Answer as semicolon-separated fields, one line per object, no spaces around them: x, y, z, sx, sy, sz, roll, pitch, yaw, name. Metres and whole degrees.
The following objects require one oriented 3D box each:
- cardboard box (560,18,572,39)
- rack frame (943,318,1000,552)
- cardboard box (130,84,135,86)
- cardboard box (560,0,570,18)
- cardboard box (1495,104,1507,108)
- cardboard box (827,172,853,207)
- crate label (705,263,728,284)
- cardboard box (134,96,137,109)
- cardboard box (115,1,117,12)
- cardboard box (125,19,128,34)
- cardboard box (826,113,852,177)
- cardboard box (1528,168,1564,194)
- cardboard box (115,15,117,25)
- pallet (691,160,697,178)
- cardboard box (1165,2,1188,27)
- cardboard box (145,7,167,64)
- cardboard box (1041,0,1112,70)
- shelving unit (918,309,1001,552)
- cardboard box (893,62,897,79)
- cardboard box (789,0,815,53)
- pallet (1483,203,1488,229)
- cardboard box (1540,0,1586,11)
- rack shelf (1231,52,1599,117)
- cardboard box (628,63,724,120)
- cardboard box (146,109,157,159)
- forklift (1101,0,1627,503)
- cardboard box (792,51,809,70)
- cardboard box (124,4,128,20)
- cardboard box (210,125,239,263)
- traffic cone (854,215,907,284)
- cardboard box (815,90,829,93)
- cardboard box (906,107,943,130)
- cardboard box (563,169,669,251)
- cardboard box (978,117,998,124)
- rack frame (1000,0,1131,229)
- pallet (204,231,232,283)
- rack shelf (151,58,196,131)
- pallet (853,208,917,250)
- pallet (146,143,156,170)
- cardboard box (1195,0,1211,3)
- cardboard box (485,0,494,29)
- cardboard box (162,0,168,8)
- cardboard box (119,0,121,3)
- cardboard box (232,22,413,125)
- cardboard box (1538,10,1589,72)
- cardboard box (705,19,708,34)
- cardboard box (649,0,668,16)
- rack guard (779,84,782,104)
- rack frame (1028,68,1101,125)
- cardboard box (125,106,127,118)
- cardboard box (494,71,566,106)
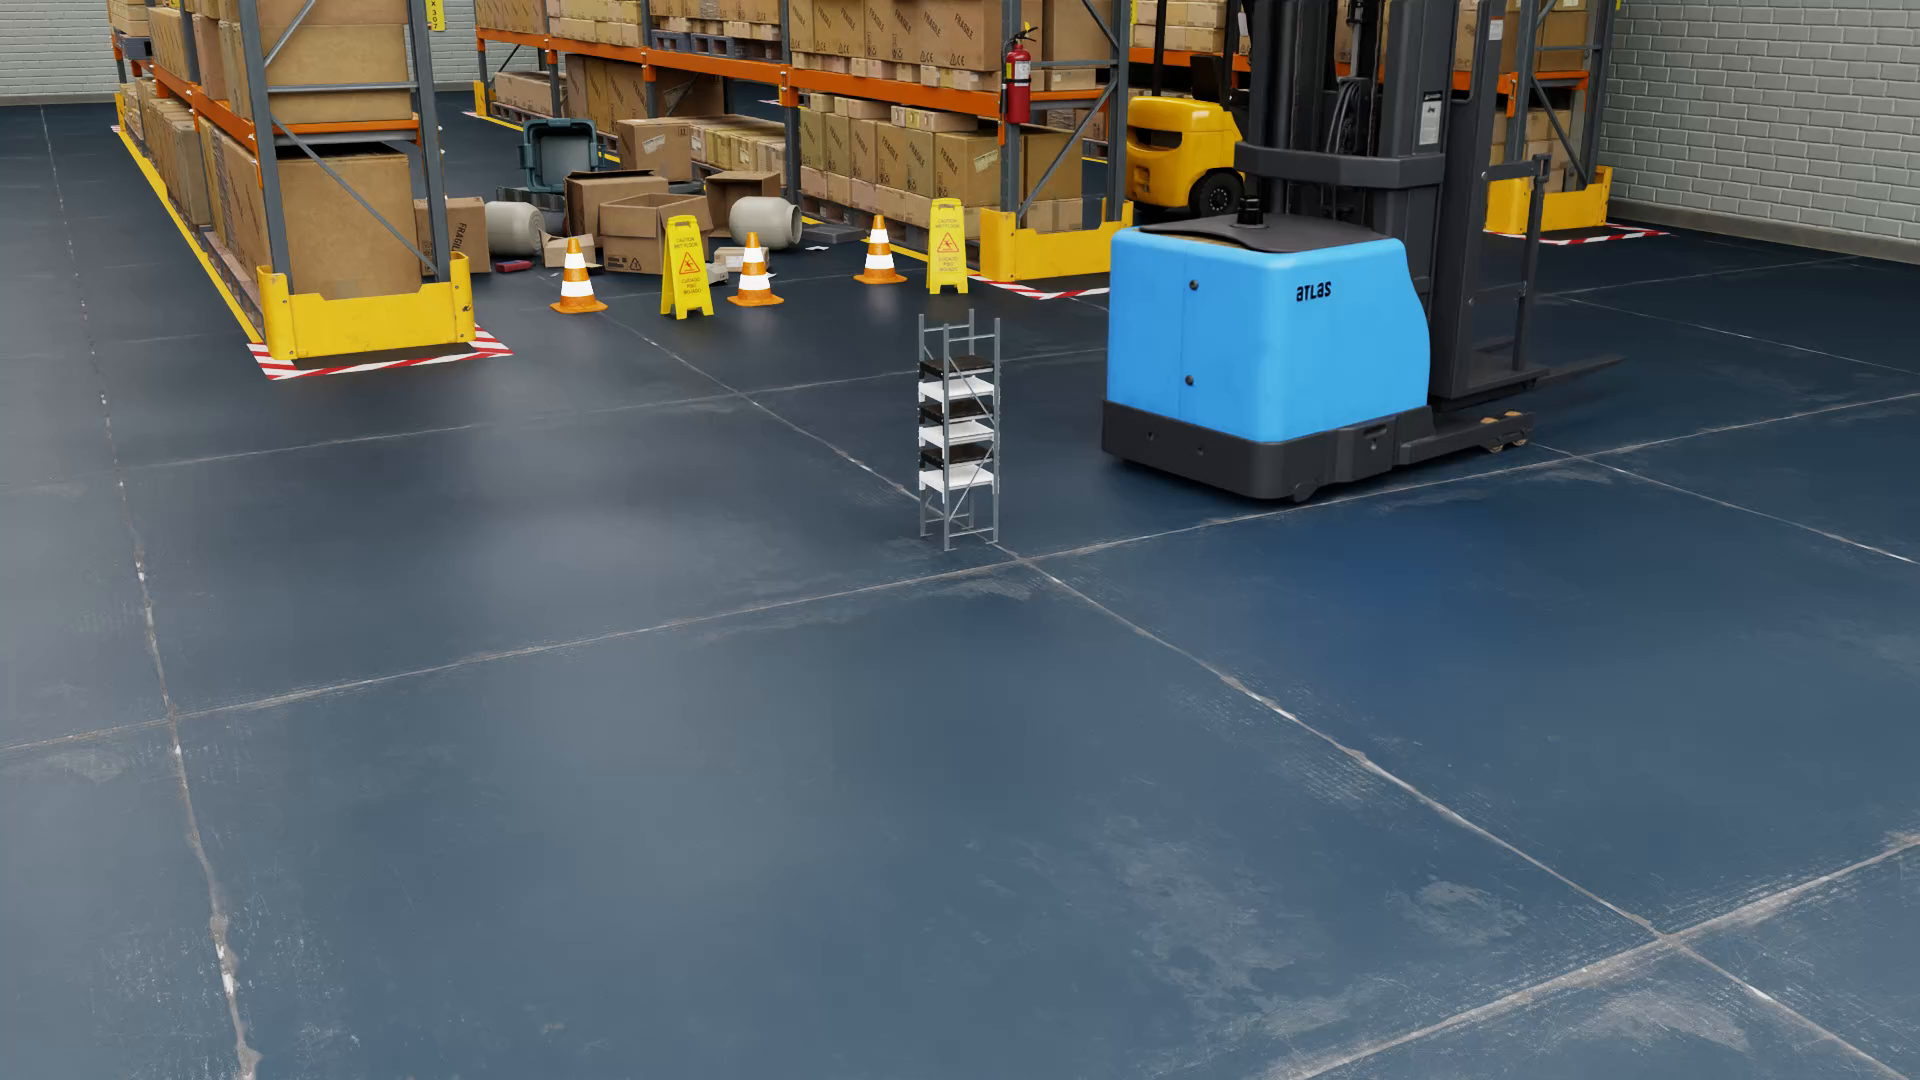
-4.717;-6.455;20.971;0.500;0.250;0.500;-11;22;-28;cardboard box
0.044;-0.399;6.407;0.240;0.900;0.006;-10;21;-27;rack frame
-10.962;-6.063;22.418;0.380;0.149;0.250;-10;21;-26;cardboard box
-4.708;-6.692;20.890;0.500;0.250;0.500;-10;21;-26;cardboard box
4.822;-3.848;15.224;0.500;0.250;0.500;-10;21;-27;cardboard box
-0.836;-3.081;14.534;0.500;0.250;0.500;-9;21;-24;cardboard box
-1.825;-1.914;11.968;0.298;0.136;0.250;11;22;30;crate label
-9.928;-5.377;20.432;0.380;0.149;0.250;-10;22;-27;cardboard box
-8.965;-5.782;18.075;0.380;0.149;0.250;-9;21;-24;cardboard box
-8.227;-5.193;16.824;0.380;0.149;0.250;-10;21;-26;cardboard box
-0.835;-3.435;14.411;0.500;0.500;0.500;-9;21;-24;cardboard box
5.063;-3.237;14.985;0.500;0.250;0.500;-10;21;-26;cardboard box
-9.096;-5.718;18.346;0.380;0.149;0.250;-10;21;-26;cardboard box
-2.671;-4.151;18.337;1.003;0.211;1.213;-10;21;-27;pallet
2.516;-5.728;18.098;0.500;0.250;0.500;-11;22;-28;cardboard box
-7.374;-4.774;15.716;0.500;0.500;0.500;-10;21;-26;cardboard box
0.777;-3.764;12.331;0.500;0.500;0.500;-10;22;-27;cardboard box
-0.004;-0.428;6.491;0.258;0.900;0.210;-10;21;-27;shelving unit
-0.317;-3.794;13.414;0.380;0.149;0.250;-10;21;-27;cardboard box
-1.178;-4.564;14.649;0.500;0.500;0.500;-10;21;-27;cardboard box
4.724;-3.062;15.181;1.003;0.211;1.213;-10;21;-27;pallet
5.191;-4.658;14.385;0.380;0.149;0.250;-11;22;-28;cardboard box
4.175;-4.401;15.890;1.077;0.370;4.000;-10;21;-27;rack shelf
-3.296;-5.099;19.423;0.875;0.875;0.875;-10;22;-27;cardboard box
-8.401;-4.362;17.862;0.500;0.500;0.500;-11;22;-29;cardboard box
2.115;-1.914;7.685;3.031;2.935;1.130;-15;24;-36;forklift
-1.275;-4.286;14.840;0.380;0.149;0.250;-10;21;-27;cardboard box
-8.113;-5.266;16.579;0.380;0.149;0.250;-9;21;-25;cardboard box
-4.782;-2.494;11.874;0.875;0.875;0.875;-10;21;-26;cardboard box
-0.582;-2.121;12.070;0.336;0.463;0.334;-10;21;-27;traffic cone
-1.895;-7.335;26.479;0.700;0.500;0.500;-9;21;-24;cardboard box
-0.202;-3.314;13.064;0.380;0.149;0.250;-10;21;-26;cardboard box
-2.756;-2.660;13.361;0.797;0.637;0.503;-10;21;-27;cardboard box
0.123;-3.226;13.804;0.500;0.500;0.500;-10;21;-26;cardboard box
0.758;-3.397;11.877;1.000;3.000;0.127;-10;21;-27;rack frame
-5.158;-2.201;12.686;1.003;0.211;1.213;-10;21;-27;pallet
-6.400;-3.984;14.680;1.077;0.370;4.000;-10;21;-27;rack shelf
-0.208;-2.689;14.101;1.003;0.211;1.213;-10;21;-27;pallet
-8.878;-4.505;19.362;1.003;0.211;1.213;-10;21;-27;pallet
2.729;-5.804;17.705;0.380;0.149;0.250;-10;22;-27;cardboard box
-6.600;-7.714;24.235;0.500;0.500;0.500;-10;22;-27;cardboard box
-7.145;-5.287;15.669;0.700;0.500;0.500;-10;21;-27;cardboard box
-8.467;-5.622;17.156;0.380;0.149;0.250;-10;21;-27;cardboard box
-3.767;-2.772;9.835;0.875;0.550;0.550;-10;21;-27;cardboard box
5.133;-4.399;14.629;0.500;0.500;0.500;-9;21;-25;cardboard box
-2.392;-5.265;17.032;0.380;0.149;0.250;-9;21;-25;cardboard box
-3.031;-5.915;17.921;0.500;0.500;0.500;-11;22;-28;cardboard box
-2.437;-7.557;27.764;1.175;0.500;0.348;-10;21;-27;rack guard
1.325;-6.463;20.764;1.000;3.000;0.127;-10;21;-27;rack frame
-11.181;-5.845;22.699;0.380;0.149;0.250;-10;21;-26;cardboard box
-6.439;-6.803;25.033;0.875;0.438;0.875;-11;22;-28;cardboard box
